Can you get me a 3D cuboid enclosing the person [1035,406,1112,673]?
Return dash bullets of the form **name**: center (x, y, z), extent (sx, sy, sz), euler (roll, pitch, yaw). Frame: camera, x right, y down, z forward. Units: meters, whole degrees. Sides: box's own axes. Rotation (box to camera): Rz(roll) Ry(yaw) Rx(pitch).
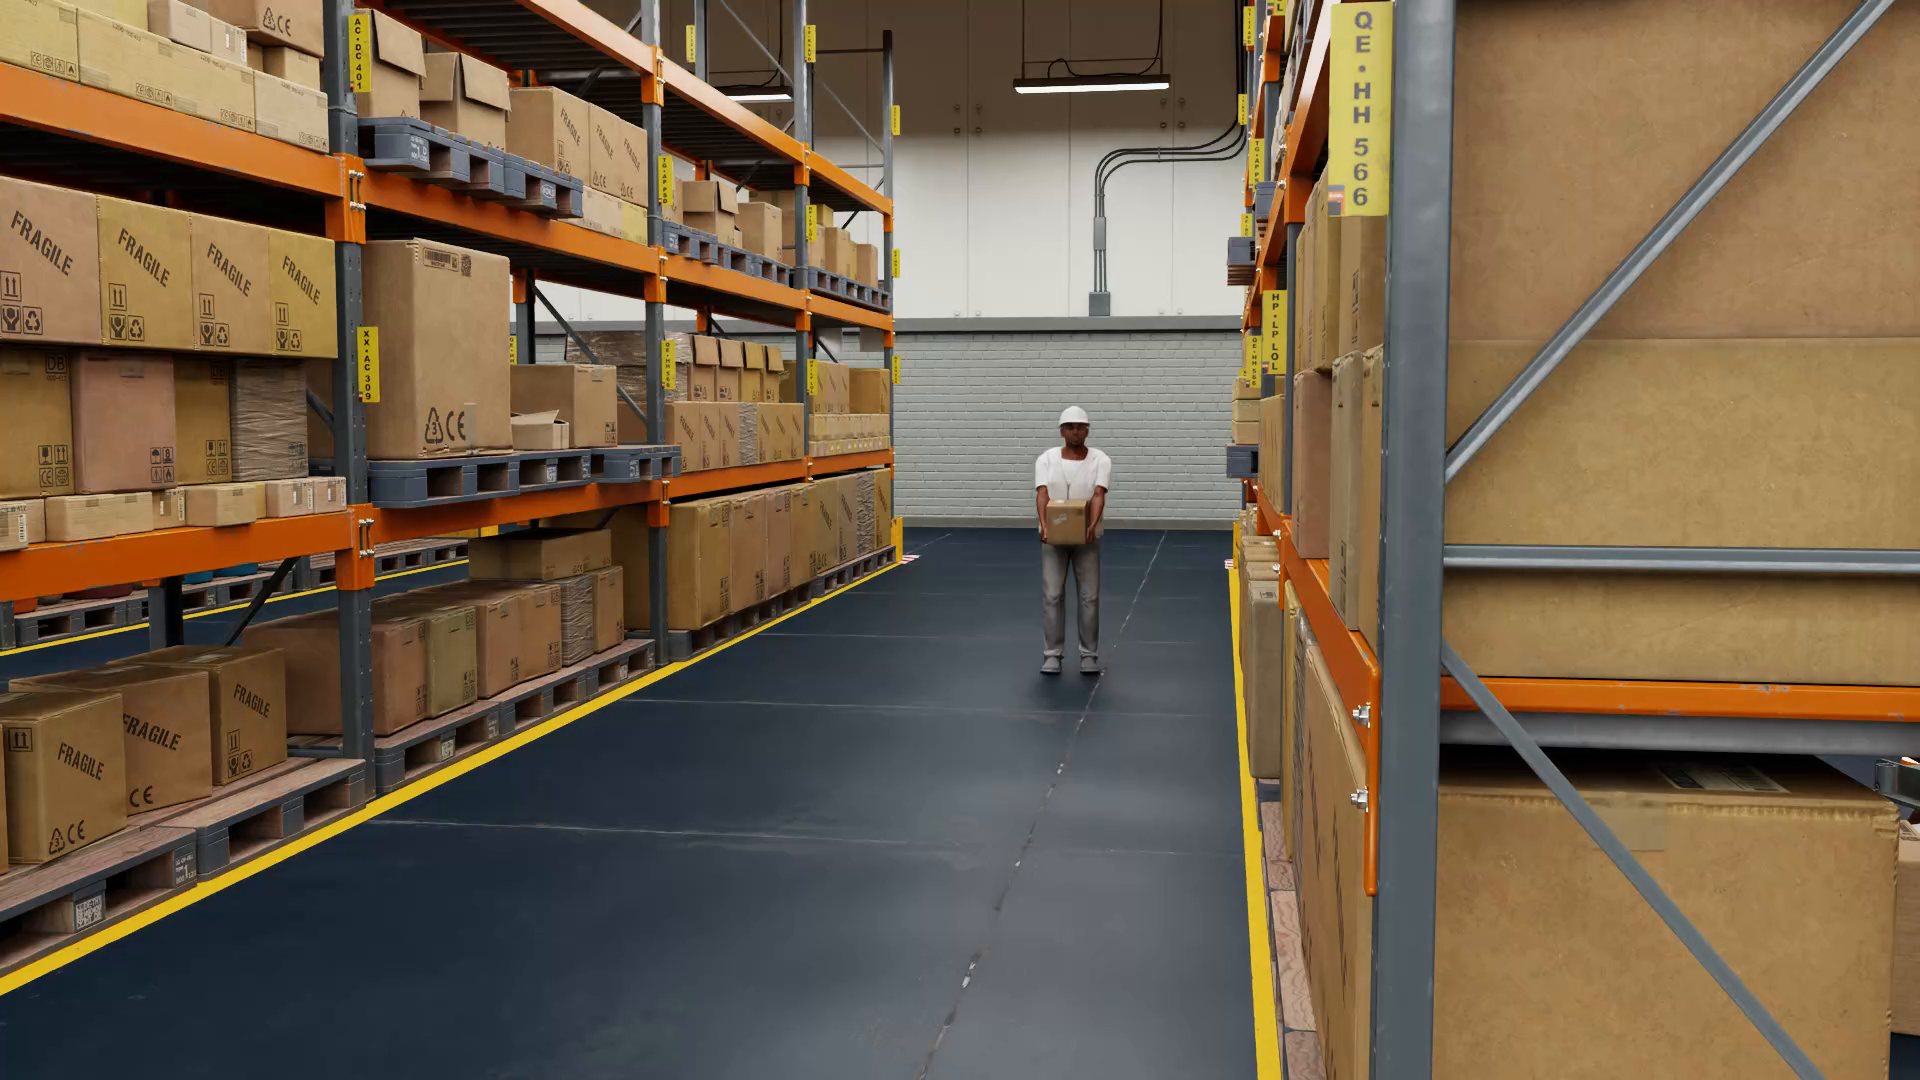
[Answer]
- **person**: center (0.738, 0.001, 10.993), extent (0.505, 1.763, 0.557), euler (1, 4, 8)
